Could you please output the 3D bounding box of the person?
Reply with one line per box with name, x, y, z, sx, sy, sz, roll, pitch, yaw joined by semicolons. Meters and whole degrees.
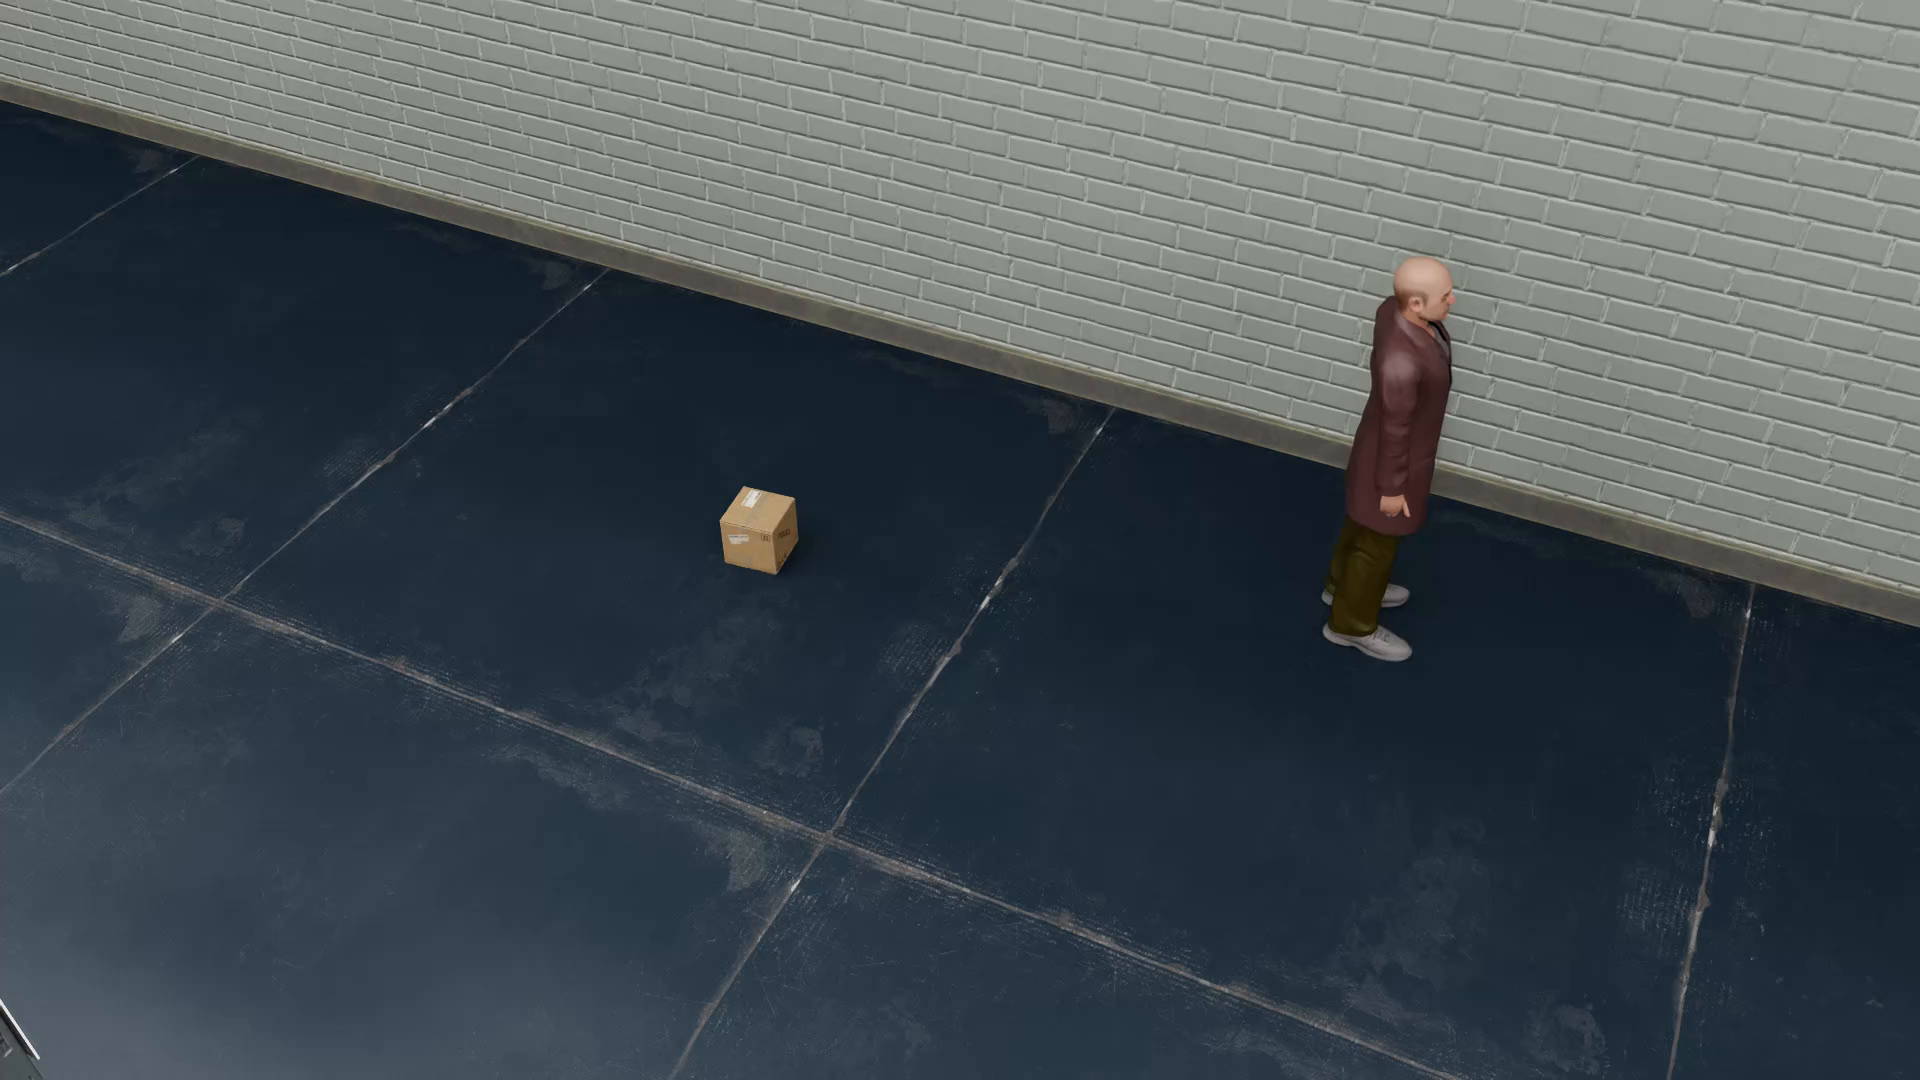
person;1.732;-0.328;6.537;0.377;1.783;0.566;6;42;7
